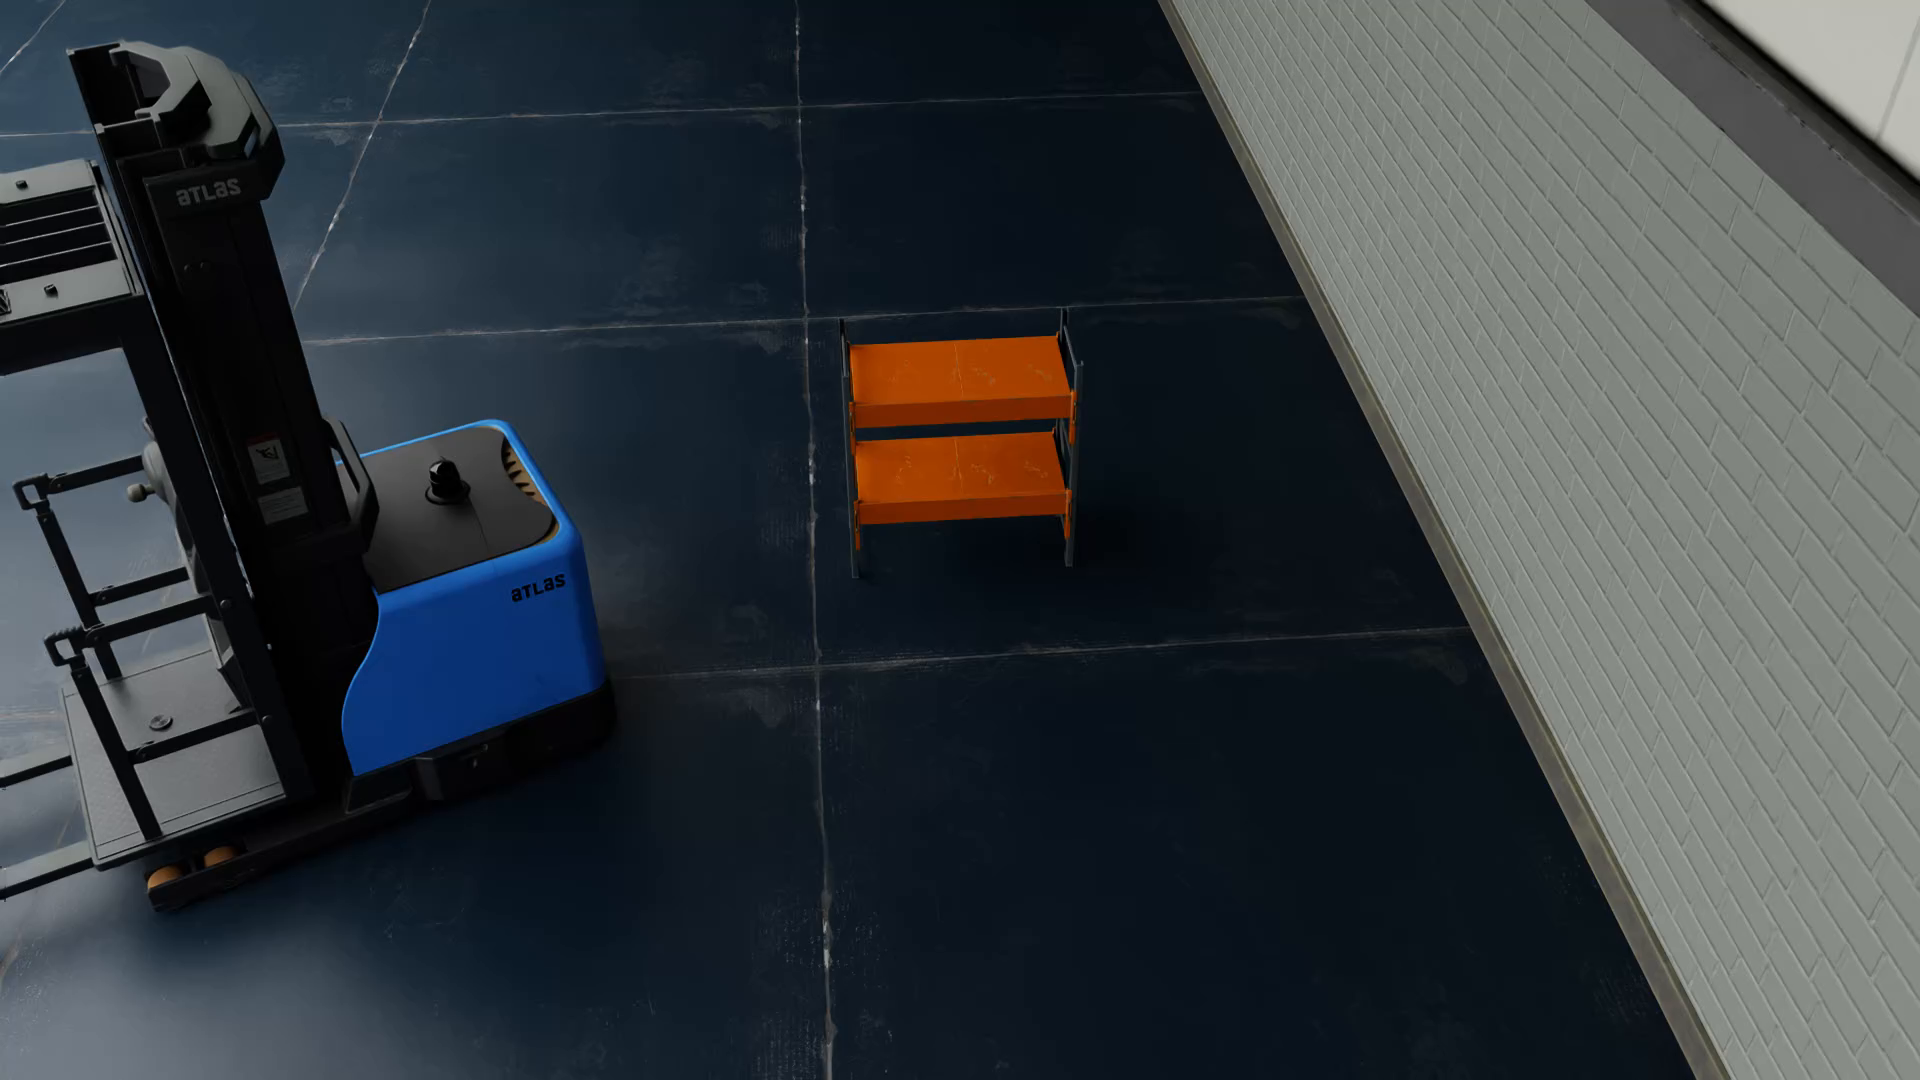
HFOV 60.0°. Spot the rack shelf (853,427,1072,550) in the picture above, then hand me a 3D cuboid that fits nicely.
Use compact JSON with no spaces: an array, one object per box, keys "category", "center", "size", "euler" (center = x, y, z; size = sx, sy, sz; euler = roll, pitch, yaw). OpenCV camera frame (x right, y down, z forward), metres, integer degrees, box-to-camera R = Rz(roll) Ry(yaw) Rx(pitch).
[{"category":"rack shelf","center":[-0.007,-0.249,7.875],"size":[1.000,0.278,0.538],"euler":[-3,38,-4]}]

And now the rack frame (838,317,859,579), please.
[{"category":"rack frame","center":[-0.513,-0.413,7.688],"size":[0.032,1.125,0.500],"euler":[-3,38,-4]}]

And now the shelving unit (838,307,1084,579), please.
[{"category":"shelving unit","center":[-0.007,-0.441,7.723],"size":[1.048,1.125,0.538],"euler":[-3,38,-4]}]

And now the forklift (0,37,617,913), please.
[{"category":"forklift","center":[-2.980,-0.130,5.870],"size":[3.031,2.935,1.130],"euler":[-19,42,-23]}]

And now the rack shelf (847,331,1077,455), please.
[{"category":"rack shelf","center":[-0.007,-0.671,7.542],"size":[1.000,0.278,0.538],"euler":[-3,38,-4]}]

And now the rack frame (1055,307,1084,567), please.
[{"category":"rack frame","center":[0.500,-0.469,7.758],"size":[0.032,1.125,0.500],"euler":[-3,38,-4]}]
